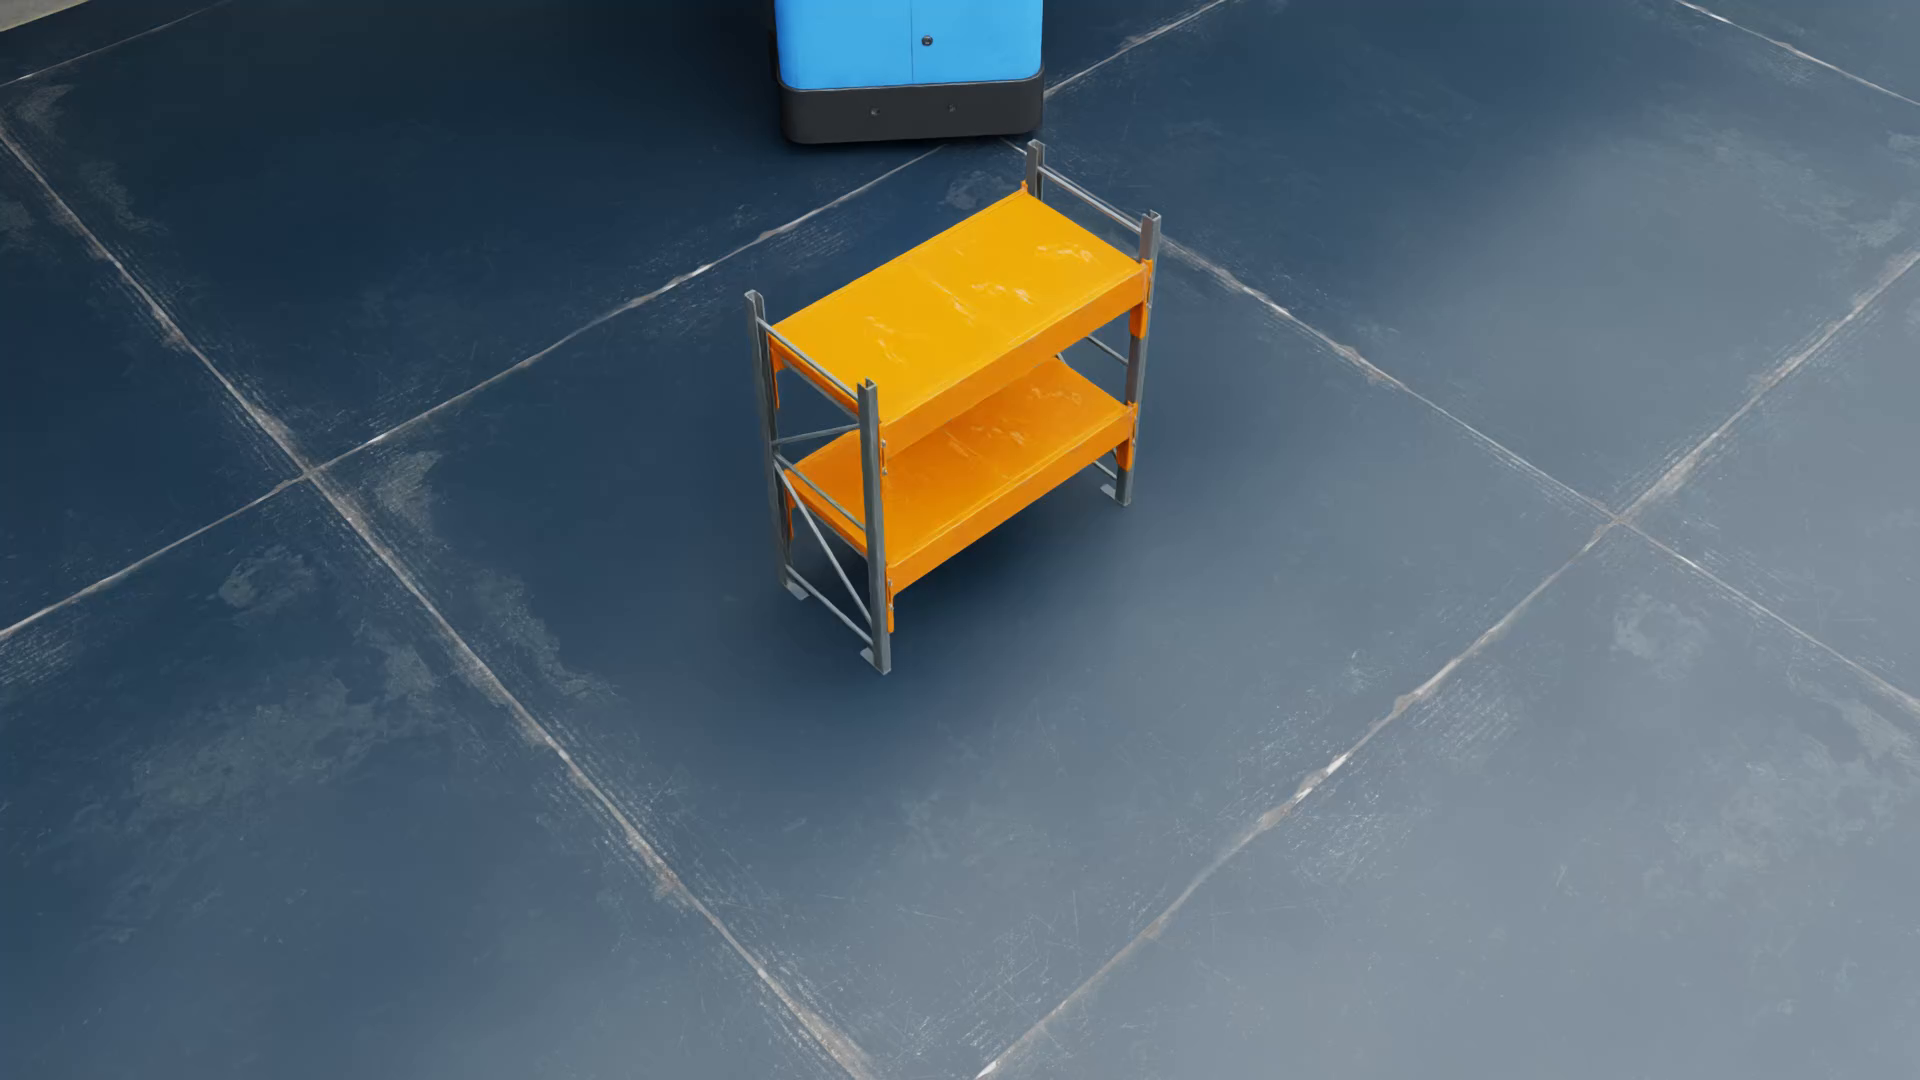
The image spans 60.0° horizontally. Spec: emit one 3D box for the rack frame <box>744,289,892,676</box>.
[{"bbox_3d":[-0.381,-0.127,4.602,0.032,1.125,0.500,-34,56,-27],"label":"rack frame"}]

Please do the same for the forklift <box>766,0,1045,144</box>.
[{"bbox_3d":[-0.312,-3.652,6.626,1.130,2.935,3.031,-4,47,-3],"label":"forklift"}]

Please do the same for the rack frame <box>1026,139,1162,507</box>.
[{"bbox_3d":[0.371,-0.629,5.065,0.032,1.125,0.500,-34,56,-27],"label":"rack frame"}]

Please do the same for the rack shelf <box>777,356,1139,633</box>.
[{"bbox_3d":[-0.005,-0.212,5.013,1.000,0.278,0.538,-34,56,-27],"label":"rack shelf"}]

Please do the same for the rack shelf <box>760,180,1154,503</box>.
[{"bbox_3d":[-0.005,-0.577,4.618,1.000,0.278,0.538,-34,56,-27],"label":"rack shelf"}]

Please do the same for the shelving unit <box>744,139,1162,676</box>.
[{"bbox_3d":[-0.005,-0.378,4.834,1.048,1.125,0.538,-34,56,-27],"label":"shelving unit"}]
